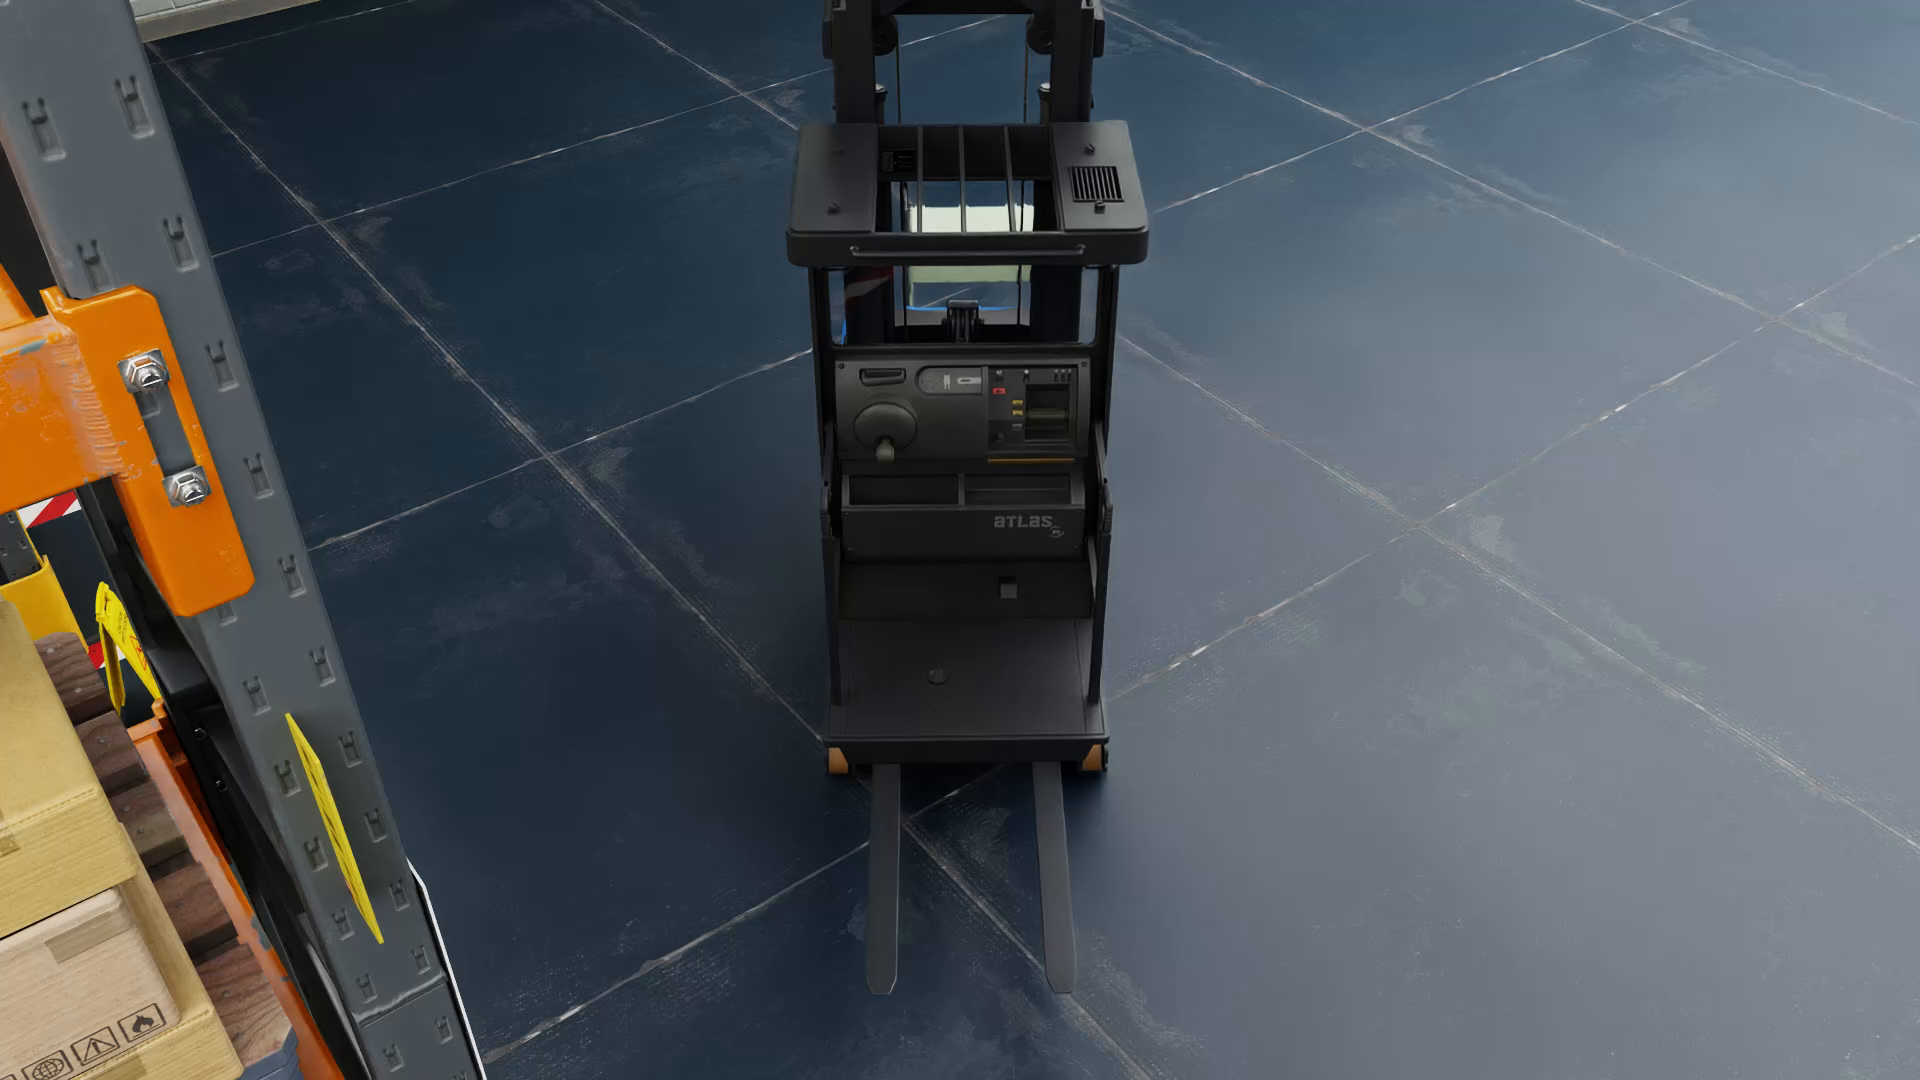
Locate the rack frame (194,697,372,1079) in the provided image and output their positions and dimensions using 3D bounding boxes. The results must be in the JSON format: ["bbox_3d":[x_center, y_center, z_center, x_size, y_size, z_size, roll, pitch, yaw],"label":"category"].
[{"bbox_3d":[-1.055,1.540,3.508,0.053,2.616,0.949,-26,46,-28],"label":"rack frame"}]

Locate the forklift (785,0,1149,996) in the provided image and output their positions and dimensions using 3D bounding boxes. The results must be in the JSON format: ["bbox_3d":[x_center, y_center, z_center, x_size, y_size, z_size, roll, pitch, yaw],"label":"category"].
[{"bbox_3d":[0.013,-0.406,5.934,1.121,2.935,3.031,-1,39,-1],"label":"forklift"}]

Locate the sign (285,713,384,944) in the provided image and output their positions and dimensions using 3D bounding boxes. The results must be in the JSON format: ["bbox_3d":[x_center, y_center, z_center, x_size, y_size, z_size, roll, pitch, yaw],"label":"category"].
[{"bbox_3d":[-0.738,0.345,1.964,0.005,0.325,0.100,-26,46,-28],"label":"sign"}]

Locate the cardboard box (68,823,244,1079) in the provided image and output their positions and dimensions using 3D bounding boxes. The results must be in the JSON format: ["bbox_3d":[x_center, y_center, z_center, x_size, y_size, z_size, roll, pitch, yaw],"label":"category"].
[{"bbox_3d":[-1.114,0.573,2.109,0.250,0.149,0.380,-26,46,-28],"label":"cardboard box"}]

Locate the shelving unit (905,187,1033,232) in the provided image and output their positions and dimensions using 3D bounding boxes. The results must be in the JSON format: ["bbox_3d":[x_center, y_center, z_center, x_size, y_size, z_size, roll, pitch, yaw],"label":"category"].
[{"bbox_3d":[0.122,-0.967,7.747,0.731,1.308,0.431,-1,39,-1],"label":"shelving unit"}]

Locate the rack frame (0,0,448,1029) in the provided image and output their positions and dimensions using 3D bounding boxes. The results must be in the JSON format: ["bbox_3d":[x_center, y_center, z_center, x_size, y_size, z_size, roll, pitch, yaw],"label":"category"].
[{"bbox_3d":[-1.057,-0.782,1.608,0.127,3.000,1.000,-26,46,-28],"label":"rack frame"}]

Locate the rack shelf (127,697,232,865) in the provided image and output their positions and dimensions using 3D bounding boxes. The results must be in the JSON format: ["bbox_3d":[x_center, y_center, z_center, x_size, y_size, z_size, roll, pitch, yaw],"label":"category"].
[{"bbox_3d":[-2.643,1.429,1.845,4.000,0.370,1.077,-26,46,-28],"label":"rack shelf"}]

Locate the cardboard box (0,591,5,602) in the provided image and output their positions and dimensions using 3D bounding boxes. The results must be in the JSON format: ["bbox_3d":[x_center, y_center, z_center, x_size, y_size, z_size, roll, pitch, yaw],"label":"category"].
[{"bbox_3d":[-1.525,0.246,2.509,0.250,0.149,0.380,-26,46,-28],"label":"cardboard box"}]

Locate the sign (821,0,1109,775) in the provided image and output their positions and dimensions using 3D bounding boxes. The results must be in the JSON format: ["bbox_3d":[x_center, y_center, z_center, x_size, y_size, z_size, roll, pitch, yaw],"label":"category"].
[{"bbox_3d":[0.009,-0.732,6.414,2.025,2.768,2.177,-26,46,-28],"label":"sign"}]

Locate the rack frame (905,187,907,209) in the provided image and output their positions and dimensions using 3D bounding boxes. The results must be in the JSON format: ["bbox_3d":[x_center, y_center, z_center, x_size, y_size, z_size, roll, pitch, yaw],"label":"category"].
[{"bbox_3d":[-0.238,-0.961,7.739,0.010,1.308,0.380,-1,39,-1],"label":"rack frame"}]

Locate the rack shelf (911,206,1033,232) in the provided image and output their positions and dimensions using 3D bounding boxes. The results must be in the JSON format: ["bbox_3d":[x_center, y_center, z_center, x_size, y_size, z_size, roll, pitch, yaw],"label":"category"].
[{"bbox_3d":[0.128,-1.345,7.437,0.686,0.124,0.368,-1,39,-1],"label":"rack shelf"}]
